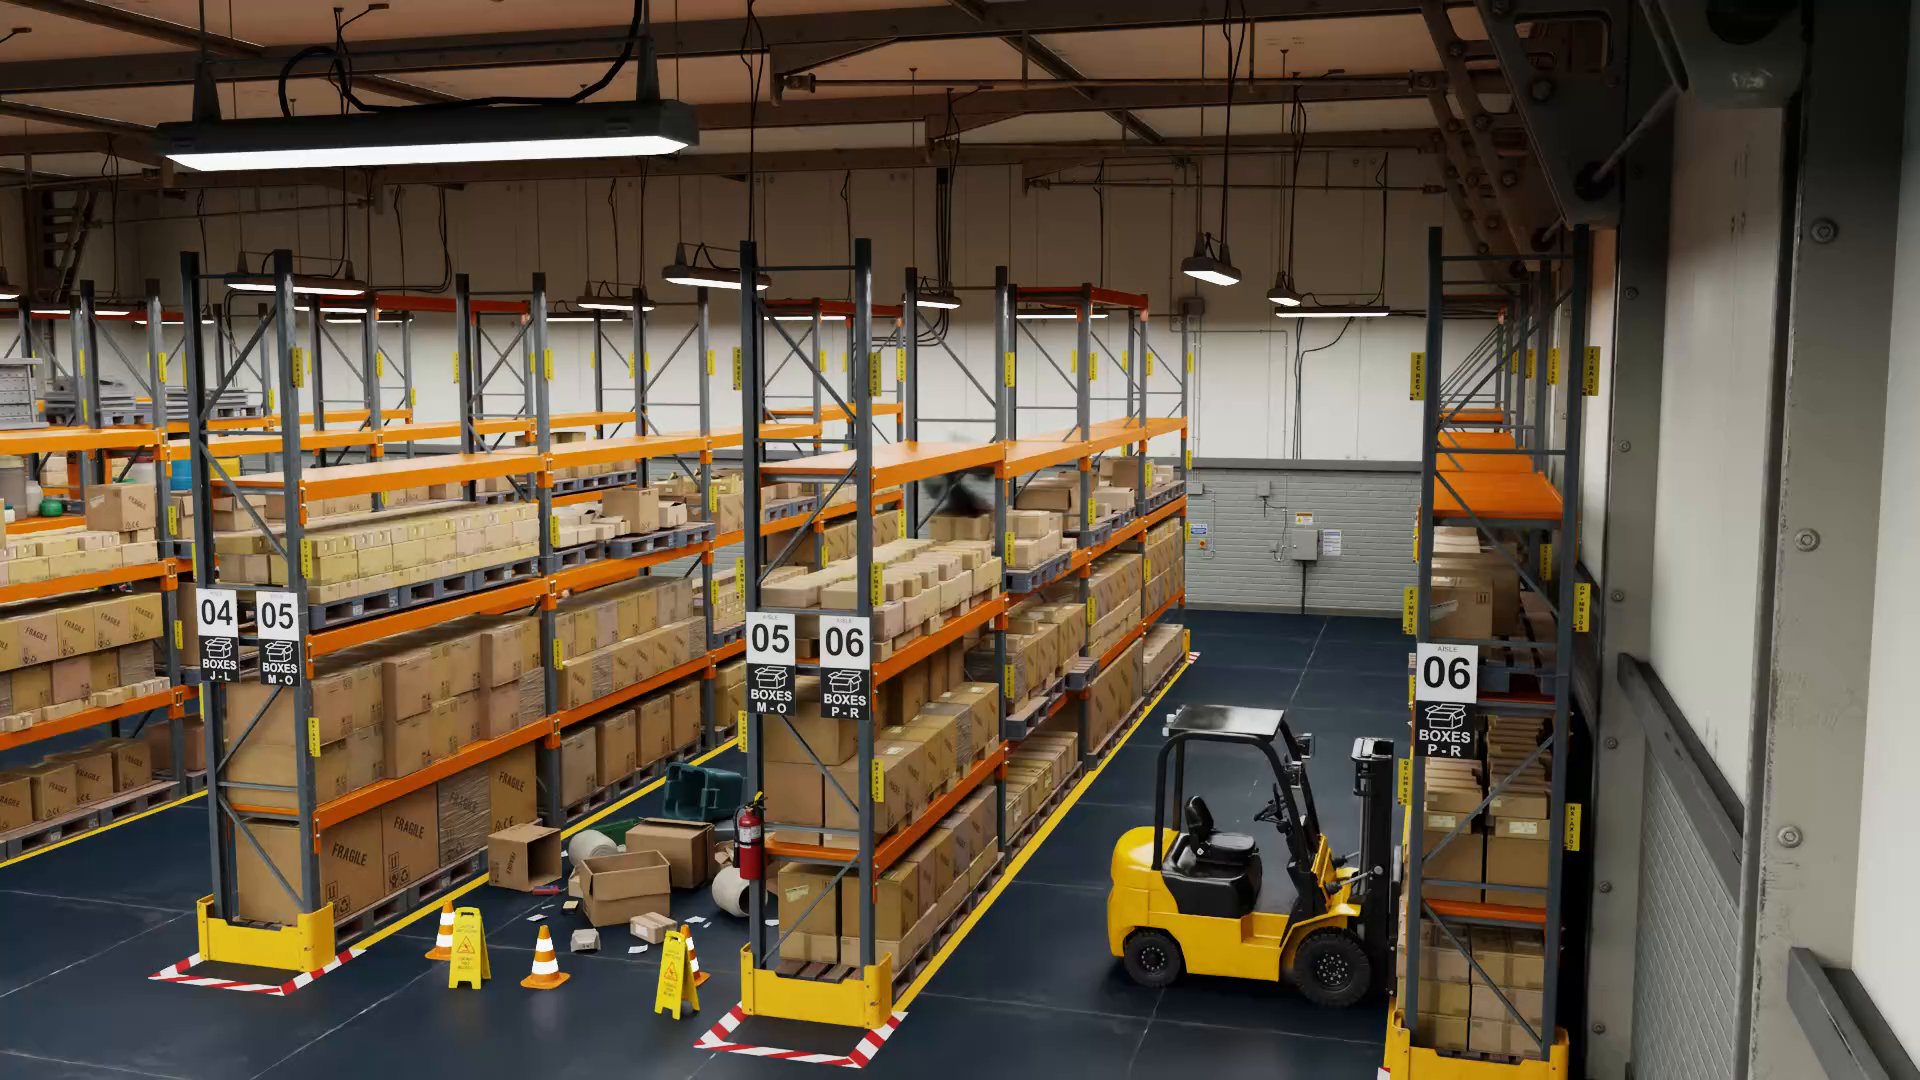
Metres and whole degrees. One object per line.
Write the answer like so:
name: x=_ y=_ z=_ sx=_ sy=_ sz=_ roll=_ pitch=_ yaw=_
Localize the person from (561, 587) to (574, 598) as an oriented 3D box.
person: x=-6.004 y=1.526 z=25.207 sx=0.554 sy=1.629 sz=0.543 roll=2 pitch=7 yaw=13
